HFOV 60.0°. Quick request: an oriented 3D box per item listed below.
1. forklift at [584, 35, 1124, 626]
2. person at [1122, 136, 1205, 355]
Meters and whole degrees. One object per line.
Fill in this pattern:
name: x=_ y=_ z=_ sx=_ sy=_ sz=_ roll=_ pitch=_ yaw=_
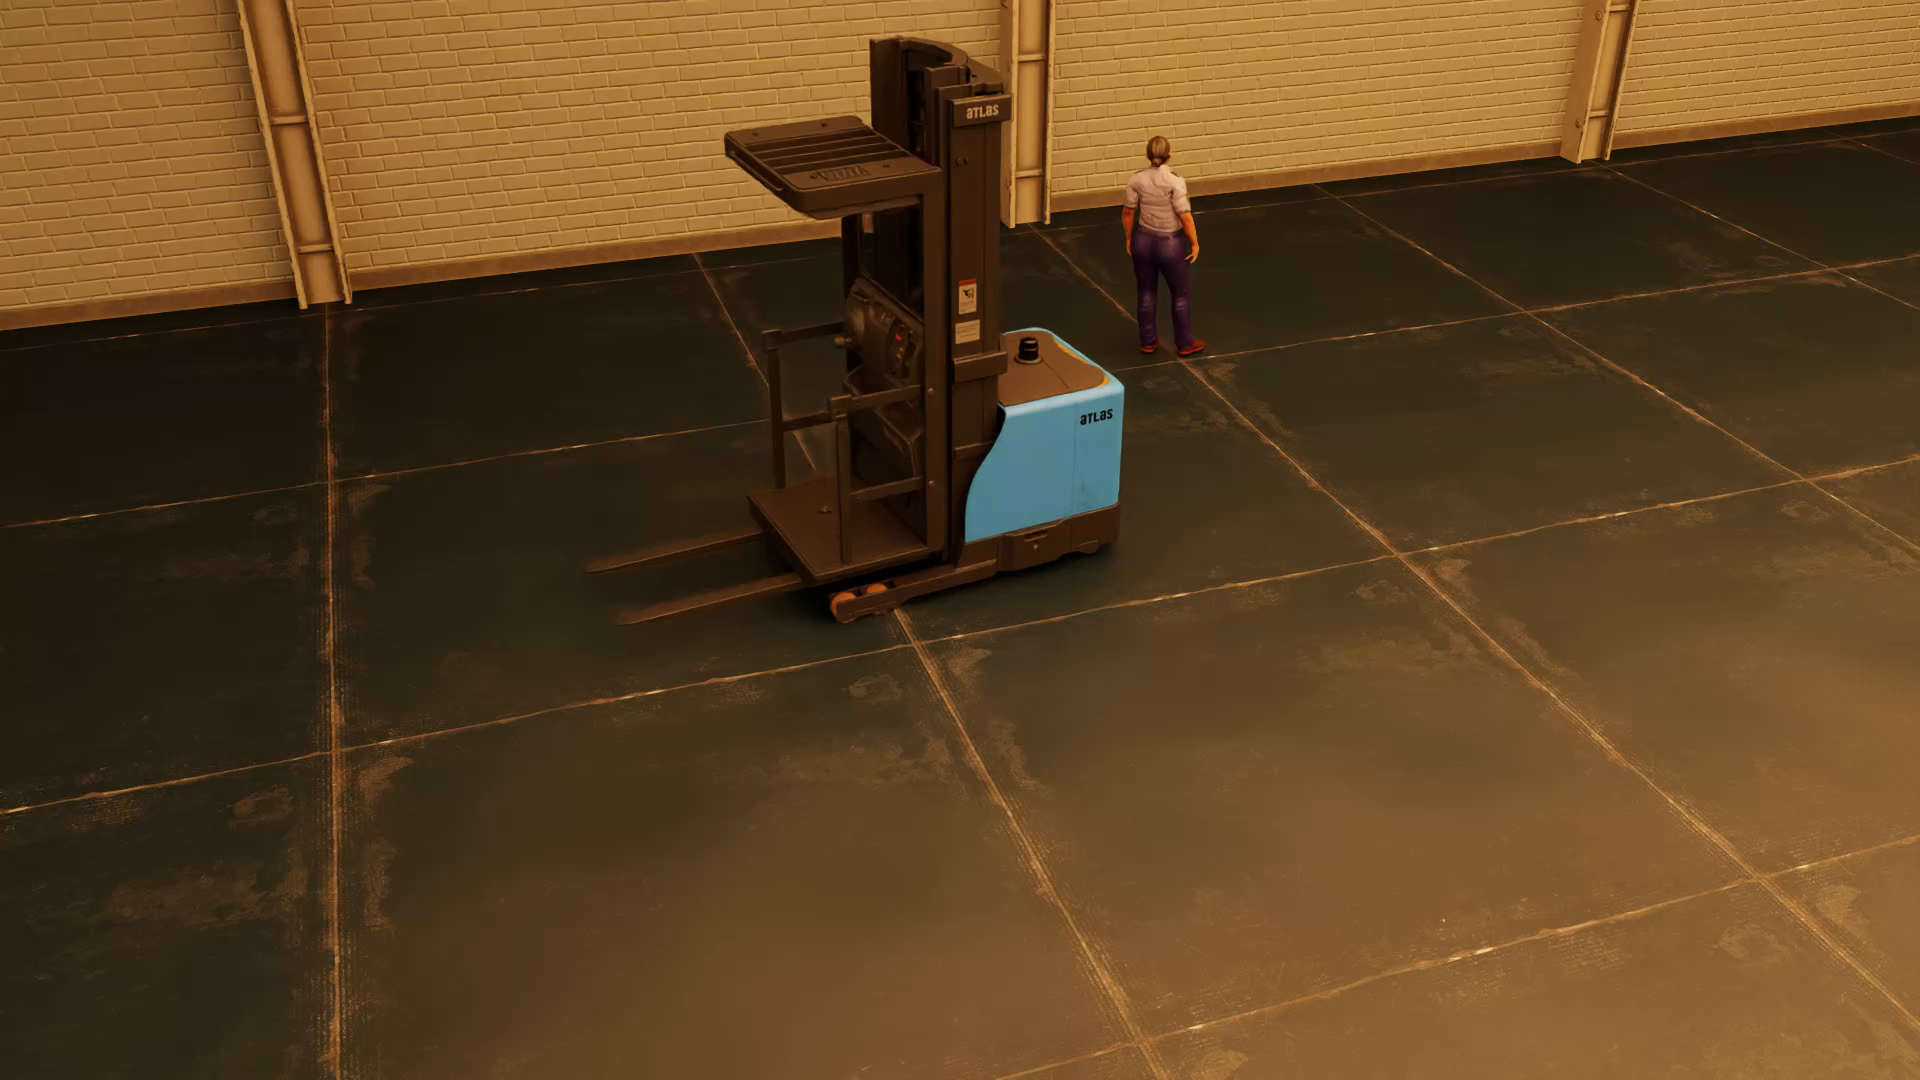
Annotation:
forklift: x=-0.604 y=-1.112 z=9.021 sx=3.031 sy=2.935 sz=1.130 roll=-14 pitch=33 yaw=-23
person: x=1.496 y=-2.150 z=12.102 sx=0.590 sy=1.653 sz=0.495 roll=15 pitch=33 yaw=25
